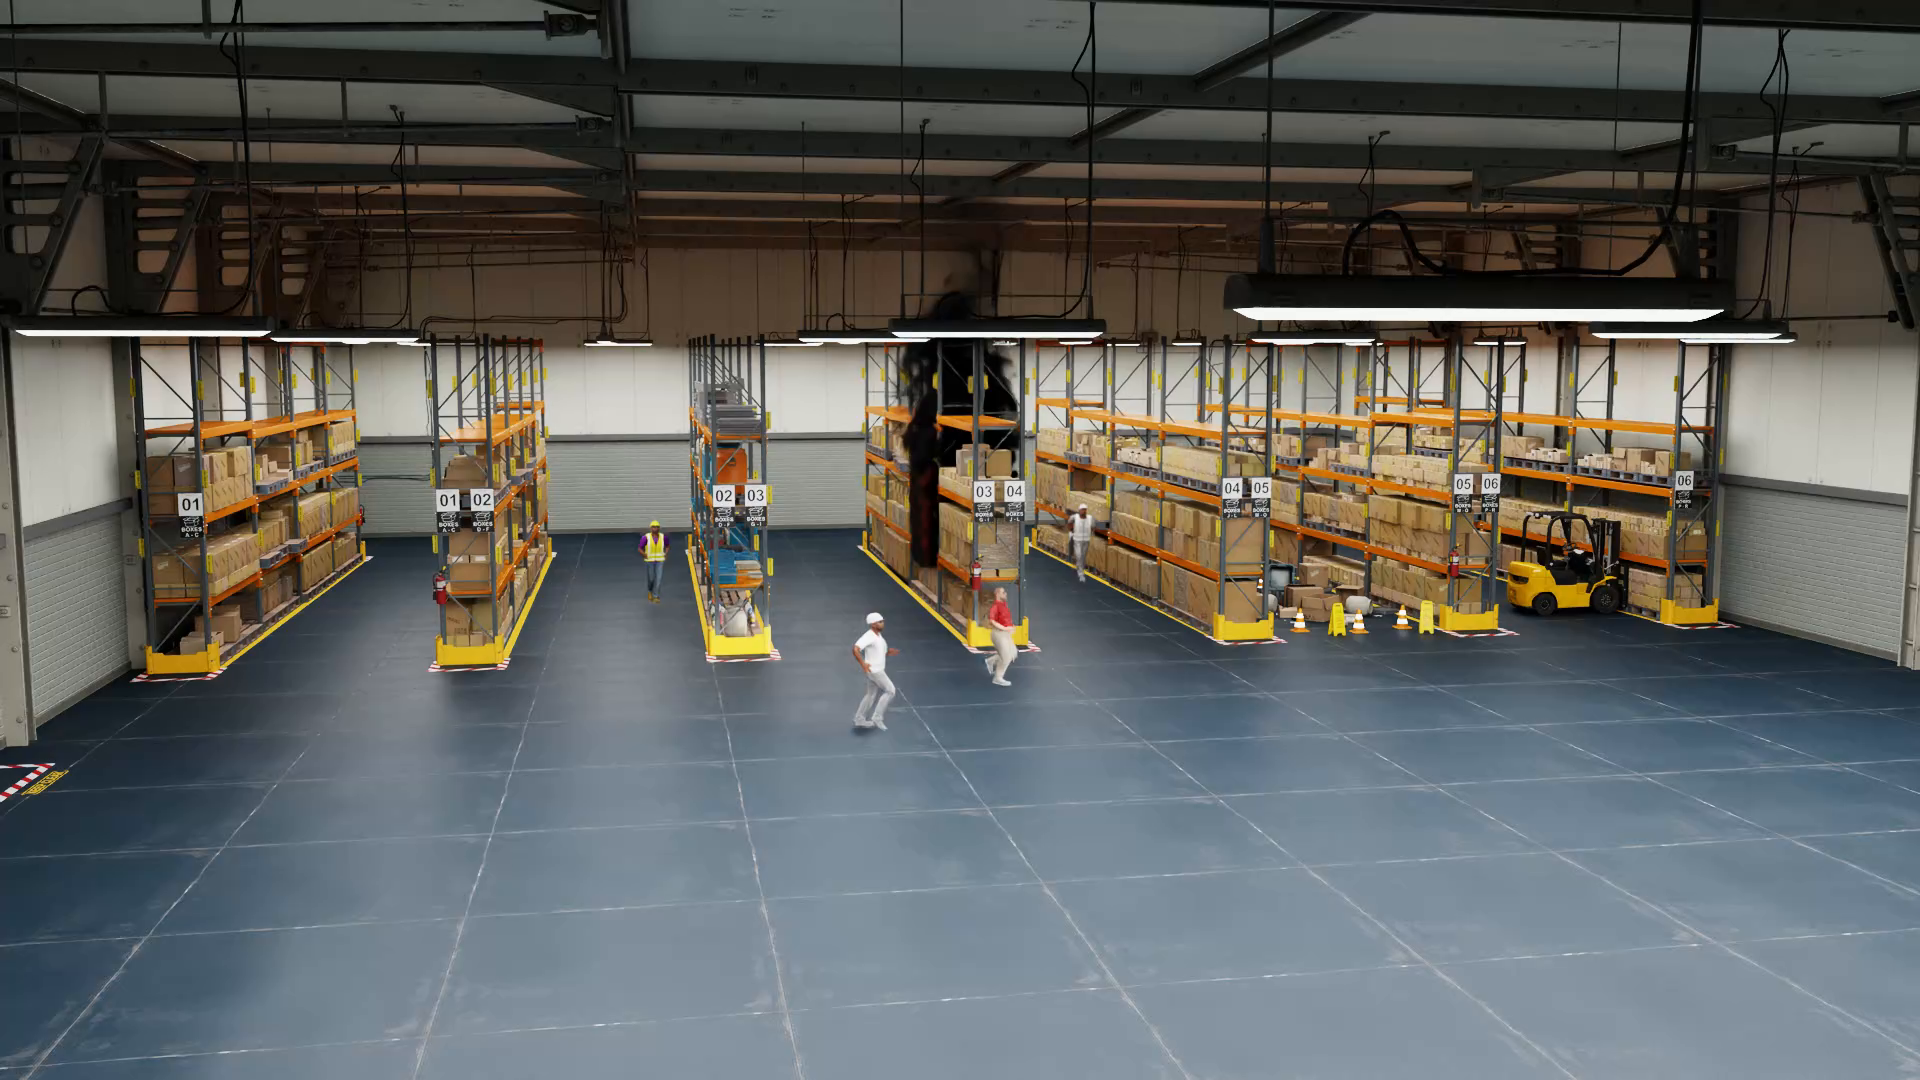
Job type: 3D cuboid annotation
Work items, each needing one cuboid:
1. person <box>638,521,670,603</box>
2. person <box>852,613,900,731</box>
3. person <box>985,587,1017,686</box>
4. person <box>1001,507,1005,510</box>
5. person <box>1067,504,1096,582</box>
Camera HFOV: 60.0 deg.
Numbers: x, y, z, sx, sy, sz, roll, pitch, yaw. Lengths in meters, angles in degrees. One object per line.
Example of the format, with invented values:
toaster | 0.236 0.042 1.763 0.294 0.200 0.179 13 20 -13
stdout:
person | -6.567 0.460 35.833 0.697 1.757 0.703 -2 7 -19
person | -1.258 1.984 25.049 0.692 1.785 0.685 0 7 2
person | 0.691 1.643 28.459 0.600 1.685 0.665 2 7 17
person | 0.937 -0.607 48.391 0.738 1.664 0.735 3 7 21
person | 2.892 0.032 39.382 0.625 1.811 0.917 -1 7 -13
